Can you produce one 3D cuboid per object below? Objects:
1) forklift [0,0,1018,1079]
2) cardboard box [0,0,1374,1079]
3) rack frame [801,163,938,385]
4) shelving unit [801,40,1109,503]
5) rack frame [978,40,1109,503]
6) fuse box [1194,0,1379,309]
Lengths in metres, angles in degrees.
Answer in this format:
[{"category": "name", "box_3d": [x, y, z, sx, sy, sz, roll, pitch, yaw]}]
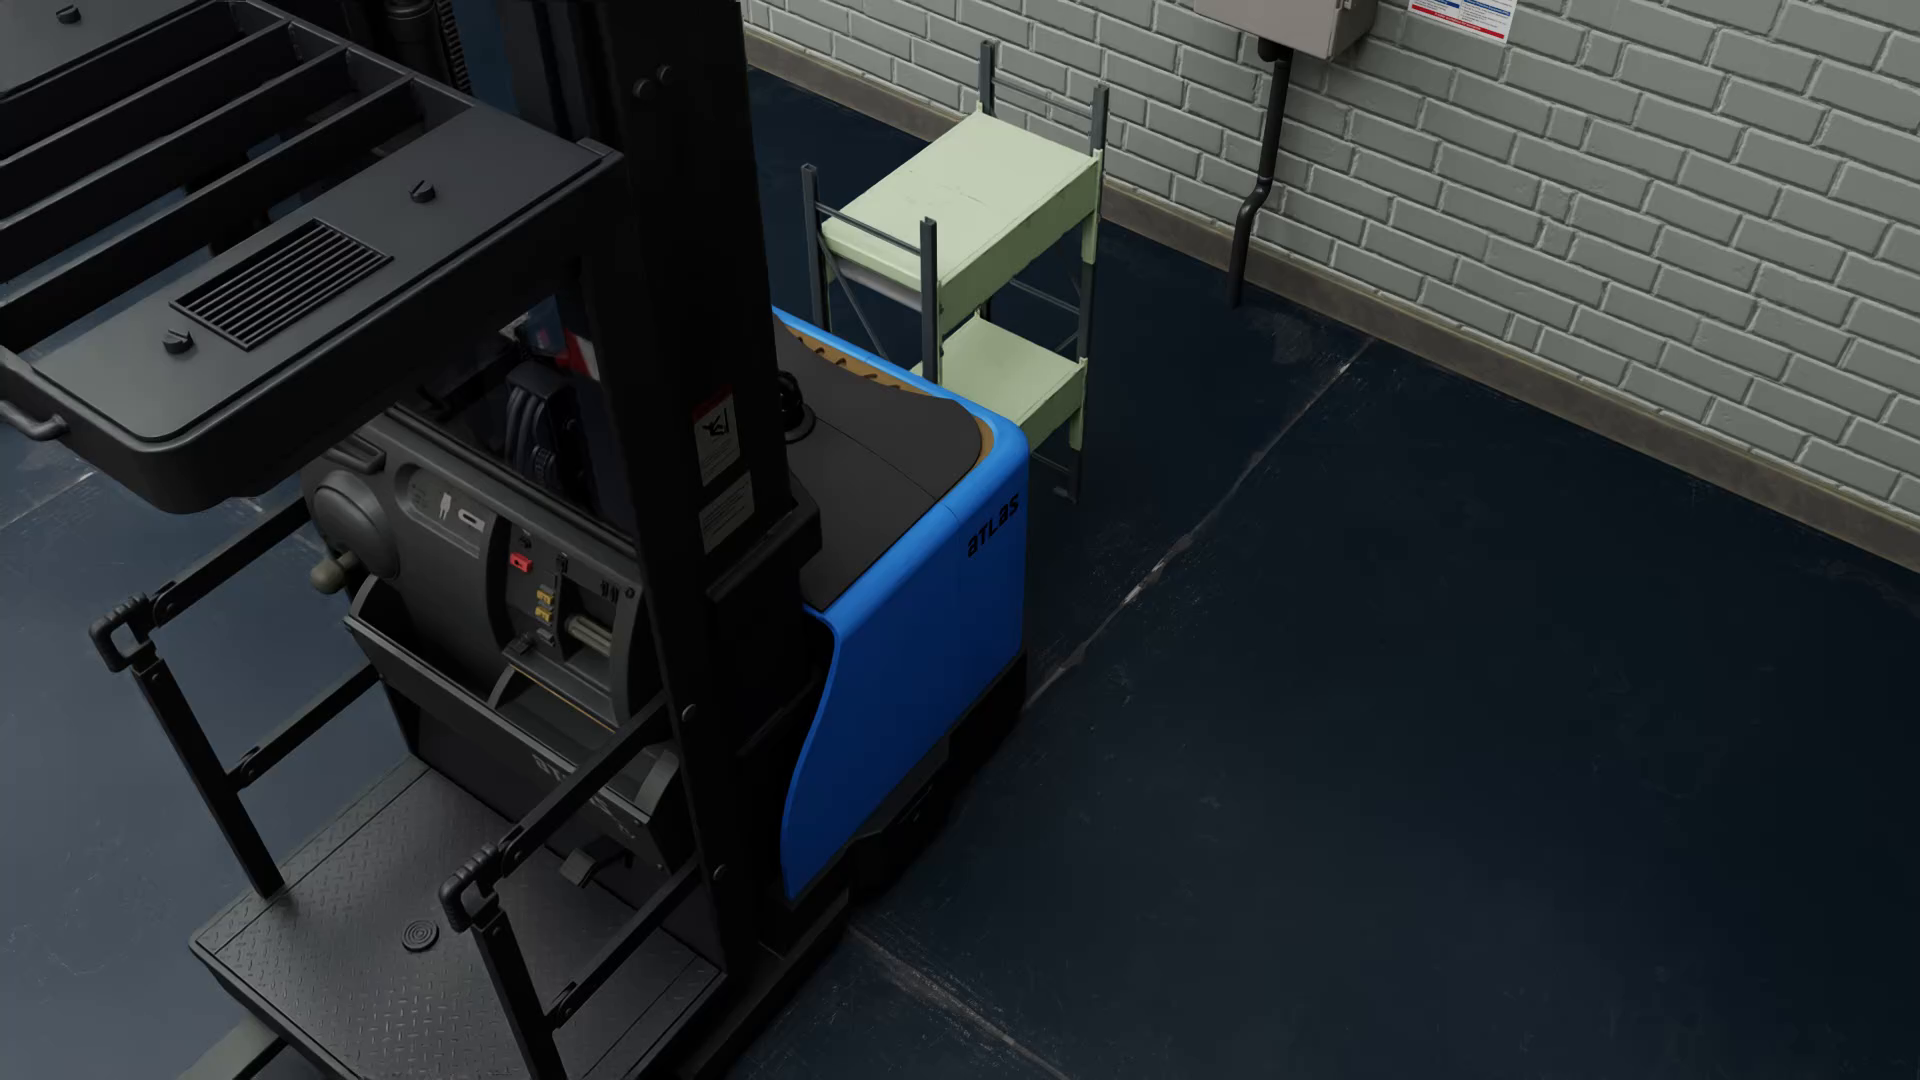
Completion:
[{"category": "forklift", "box_3d": [-1.120, 0.175, 3.117, 1.107, 2.843, 2.937, 28, 52, 24]}, {"category": "cardboard box", "box_3d": [-4.927, 1.261, 2.974, 6.103, 1.550, 13.522, 28, 53, 24]}, {"category": "rack frame", "box_3d": [-0.220, -0.308, 4.507, 0.400, 1.500, 0.023, 29, 53, 25]}, {"category": "shelving unit", "box_3d": [0.000, -0.520, 4.709, 0.400, 1.500, 0.755, 29, 53, 25]}, {"category": "rack frame", "box_3d": [0.220, -0.731, 4.911, 0.400, 1.500, 0.023, 29, 53, 25]}, {"category": "fuse box", "box_3d": [0.998, -1.426, 5.429, 0.539, 1.711, 0.414, 29, 53, 25]}]
